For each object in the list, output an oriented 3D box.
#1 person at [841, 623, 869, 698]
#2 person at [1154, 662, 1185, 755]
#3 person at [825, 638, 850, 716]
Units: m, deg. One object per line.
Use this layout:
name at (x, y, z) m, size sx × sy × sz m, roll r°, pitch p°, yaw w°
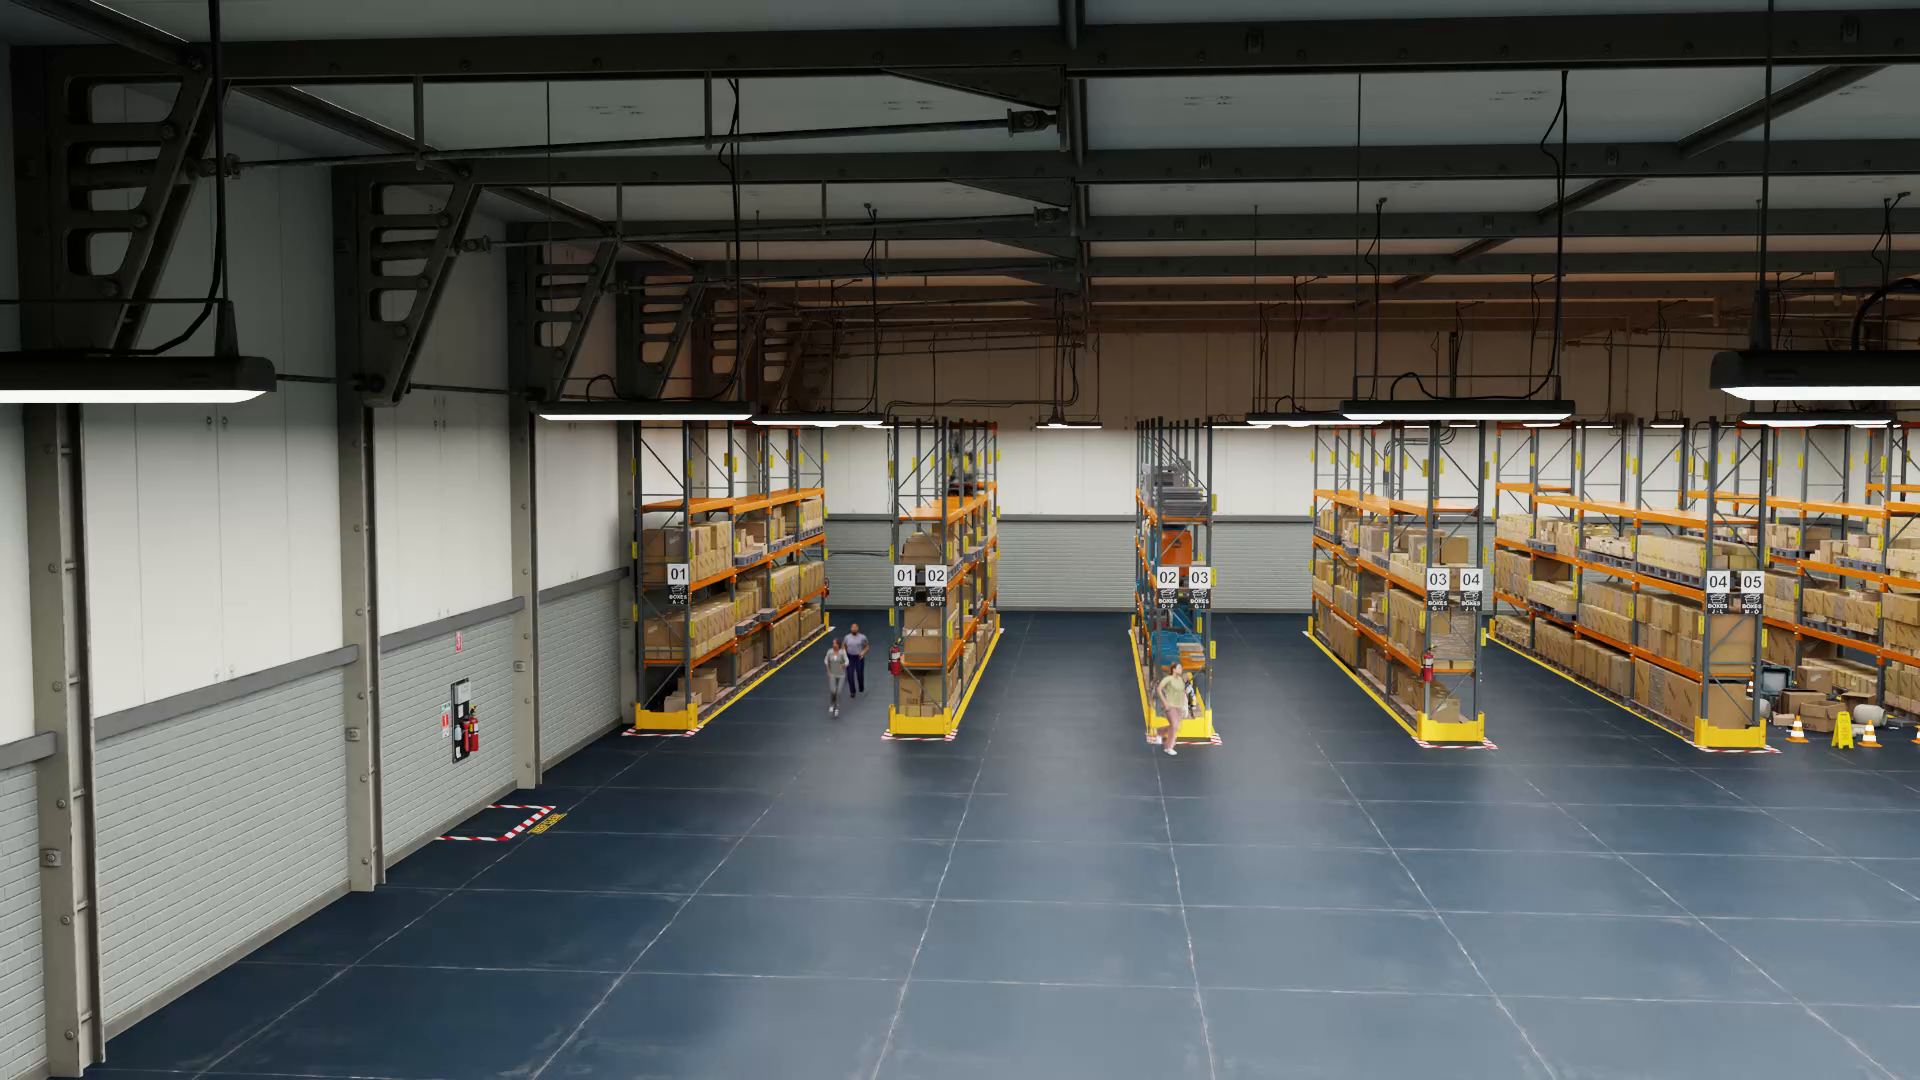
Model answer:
person at (-2.272, 2.582, 35.884) m, size 0.605 × 1.593 × 0.578 m, roll 0°, pitch 4°, yaw 3°
person at (3.778, 2.981, 29.795) m, size 0.619 × 1.620 × 0.644 m, roll -3°, pitch 5°, yaw -39°
person at (-2.471, 2.751, 33.369) m, size 0.512 × 1.578 × 0.631 m, roll 0°, pitch 4°, yaw -1°
